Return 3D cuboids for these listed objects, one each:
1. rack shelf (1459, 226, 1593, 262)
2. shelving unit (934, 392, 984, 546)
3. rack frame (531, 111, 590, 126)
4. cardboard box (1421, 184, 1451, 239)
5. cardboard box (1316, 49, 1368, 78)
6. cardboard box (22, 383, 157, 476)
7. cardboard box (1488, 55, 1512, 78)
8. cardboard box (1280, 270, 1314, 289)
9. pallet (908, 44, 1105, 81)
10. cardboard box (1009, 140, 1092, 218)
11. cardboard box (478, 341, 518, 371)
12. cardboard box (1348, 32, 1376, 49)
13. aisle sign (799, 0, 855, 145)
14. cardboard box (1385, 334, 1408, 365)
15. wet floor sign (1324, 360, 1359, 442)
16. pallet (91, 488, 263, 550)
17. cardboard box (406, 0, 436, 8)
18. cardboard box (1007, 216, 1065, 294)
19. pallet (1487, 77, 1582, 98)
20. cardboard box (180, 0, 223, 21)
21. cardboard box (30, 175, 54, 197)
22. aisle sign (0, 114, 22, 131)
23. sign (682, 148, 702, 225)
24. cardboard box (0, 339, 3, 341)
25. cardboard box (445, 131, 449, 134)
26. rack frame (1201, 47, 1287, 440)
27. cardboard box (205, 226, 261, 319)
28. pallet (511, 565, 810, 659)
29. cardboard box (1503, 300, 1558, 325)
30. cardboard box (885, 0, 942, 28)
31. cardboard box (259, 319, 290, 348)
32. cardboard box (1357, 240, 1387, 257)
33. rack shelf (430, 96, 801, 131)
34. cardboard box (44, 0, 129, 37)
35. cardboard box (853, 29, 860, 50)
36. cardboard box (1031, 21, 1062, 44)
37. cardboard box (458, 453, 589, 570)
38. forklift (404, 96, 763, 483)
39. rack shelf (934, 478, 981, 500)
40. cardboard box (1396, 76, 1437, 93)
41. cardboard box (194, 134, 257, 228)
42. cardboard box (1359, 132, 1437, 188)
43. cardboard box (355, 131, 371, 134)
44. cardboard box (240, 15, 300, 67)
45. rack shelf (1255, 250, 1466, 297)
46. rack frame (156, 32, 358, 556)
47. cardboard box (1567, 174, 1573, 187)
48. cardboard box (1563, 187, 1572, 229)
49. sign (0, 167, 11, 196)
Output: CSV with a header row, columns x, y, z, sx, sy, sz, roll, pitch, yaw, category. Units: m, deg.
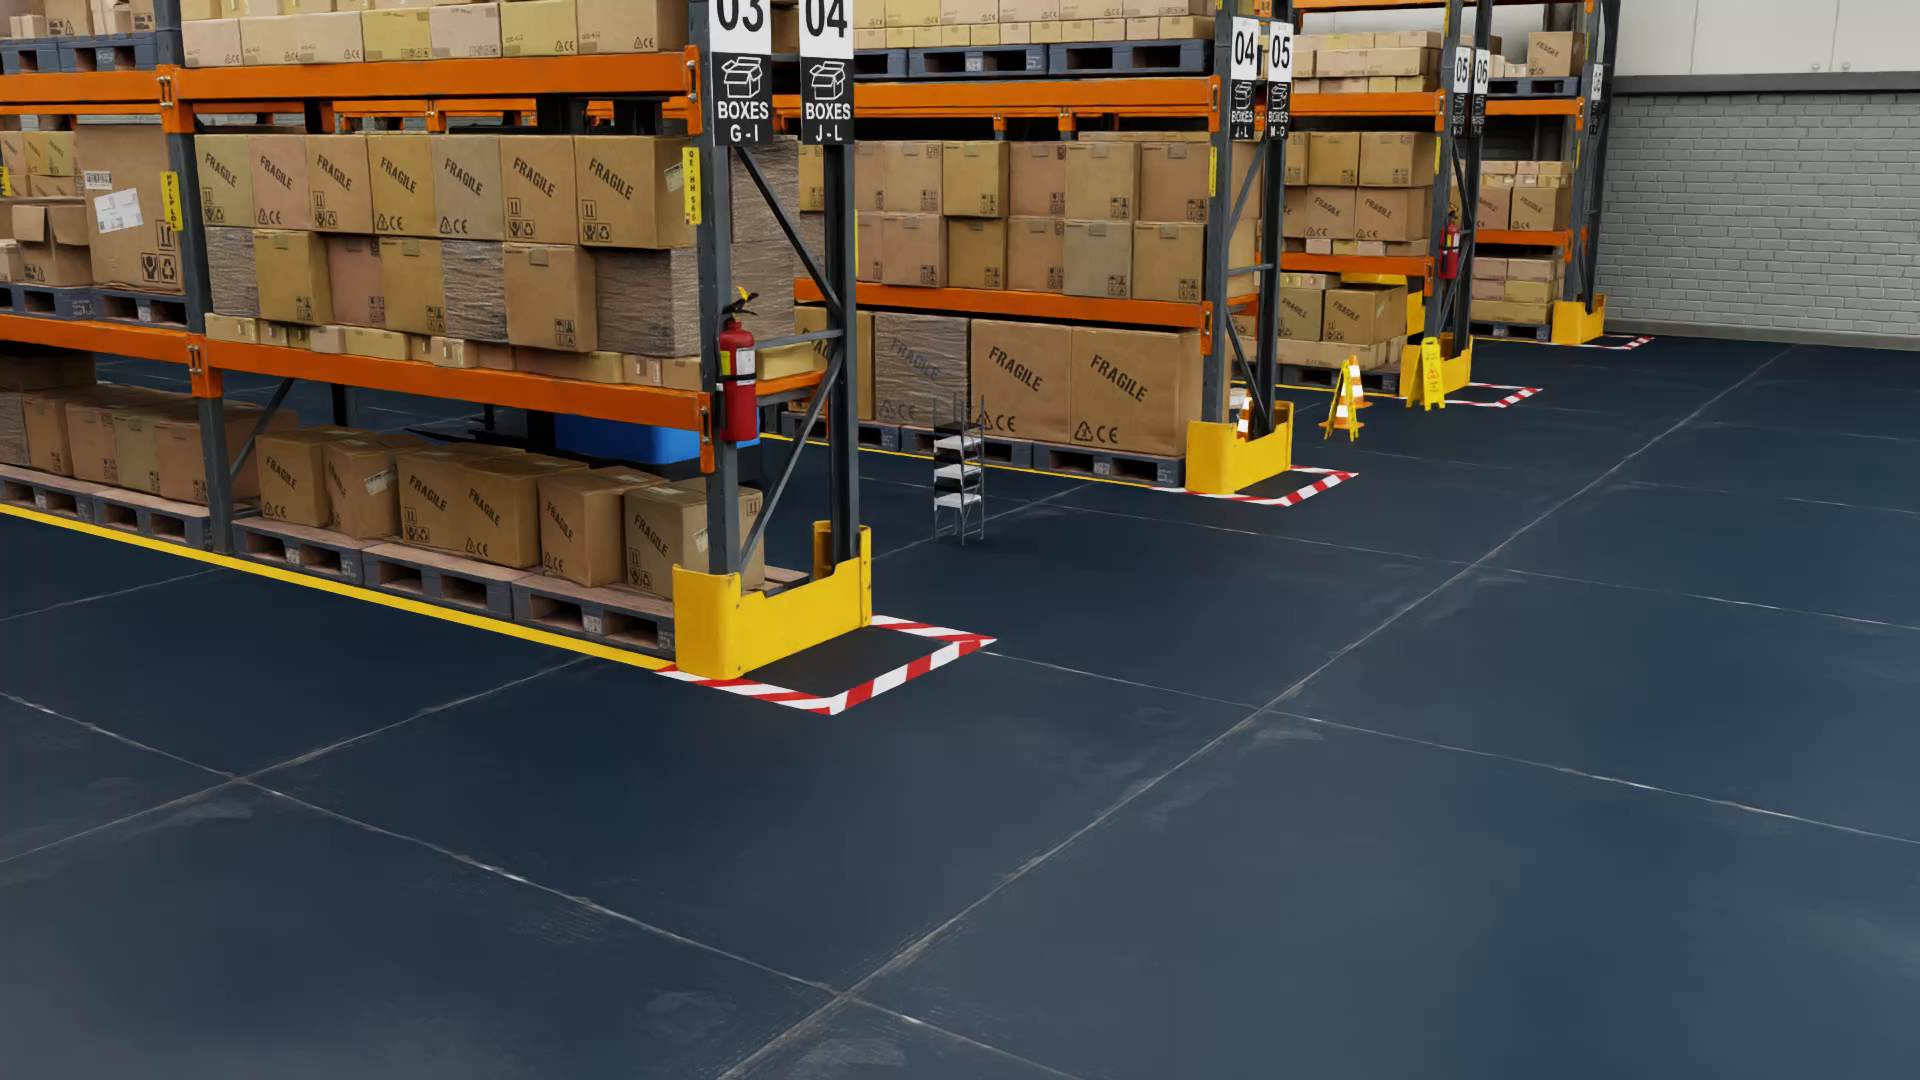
x,y,z,sx,sy,sz,roll,pitch,yaw,category
5.802,-3.814,20.987,4.000,0.370,1.077,9,17,33,rack shelf
-0.007,-0.438,10.219,0.210,0.900,0.258,9,17,33,shelving unit
-5.263,-4.514,22.318,0.127,3.000,1.000,9,17,33,rack frame
4.456,-3.217,16.249,0.500,0.500,0.500,9,16,32,cardboard box
3.710,-4.518,15.783,0.500,0.250,0.500,9,16,32,cardboard box
-5.966,-0.770,11.477,0.500,0.500,0.700,11,18,37,cardboard box
6.394,-5.623,19.752,0.258,0.266,0.396,9,17,33,cardboard box
3.335,-2.579,16.436,0.250,0.149,0.380,10,17,34,cardboard box
0.378,-3.579,12.479,1.213,0.211,1.003,9,17,33,pallet
0.833,-2.717,12.496,0.550,0.550,0.875,9,17,33,cardboard box
-2.234,-0.969,8.517,0.250,0.149,0.380,9,17,33,cardboard box
3.834,-4.686,15.630,0.250,0.149,0.380,9,16,32,cardboard box
-0.618,-2.243,7.730,0.004,0.787,0.394,9,17,33,aisle sign
4.179,-1.938,16.756,0.500,0.250,0.500,9,17,32,cardboard box
3.145,-1.153,13.637,0.232,0.644,0.267,6,15,23,wet floor sign
-4.802,-0.216,10.757,1.213,0.211,1.003,9,17,33,pallet
-2.518,-2.703,8.240,0.250,0.149,0.380,8,16,30,cardboard box
0.819,-2.188,12.606,0.550,0.550,0.875,9,17,33,cardboard box
6.889,-5.409,19.871,1.213,0.211,1.003,9,17,33,pallet
-4.058,-2.937,9.187,0.250,0.149,0.380,9,16,31,cardboard box
-10.584,-4.061,19.660,0.500,0.500,0.500,9,17,33,cardboard box
-11.489,-5.262,19.929,0.004,0.787,0.394,9,17,33,aisle sign
-1.163,-1.537,7.221,0.005,0.325,0.100,9,17,33,sign
-8.036,-1.271,12.764,0.875,0.875,1.225,8,16,30,cardboard box
-6.934,-5.555,22.883,0.250,0.149,0.380,9,17,33,cardboard box
2.016,-1.905,11.775,0.127,3.000,1.000,9,17,33,rack frame
-3.817,-1.586,9.660,0.500,0.500,0.875,9,17,33,cardboard box
-1.554,0.298,8.679,1.213,0.211,1.003,9,17,33,pallet
6.895,-2.765,20.097,0.500,0.250,0.500,9,17,33,cardboard box
-0.215,-3.965,12.466,0.500,0.250,0.500,9,16,32,cardboard box
-3.722,-1.191,9.414,0.250,0.149,0.380,9,17,33,cardboard box
3.993,-2.803,15.925,0.250,0.149,0.380,9,16,32,cardboard box
-2.963,-3.816,14.751,4.000,0.370,1.077,9,17,33,rack shelf
-5.272,-3.385,10.422,0.637,0.503,0.797,10,17,35,cardboard box
-0.769,-3.843,12.803,0.250,0.149,0.380,9,17,33,cardboard box
0.706,-3.605,11.841,0.250,0.149,0.380,9,16,32,cardboard box
-2.369,-0.168,9.087,0.500,0.500,0.500,11,18,38,cardboard box
-2.896,-1.927,12.008,3.031,2.935,1.130,10,17,35,forklift
-0.007,-0.318,10.249,0.200,0.077,0.258,9,17,33,rack shelf
4.242,-4.231,15.455,0.250,0.149,0.380,9,17,33,cardboard box
-3.924,-2.033,9.385,0.500,0.500,0.500,9,17,33,cardboard box
4.149,-3.608,15.750,0.500,0.500,0.700,9,16,31,cardboard box
-8.442,-5.797,23.859,0.250,0.149,0.380,10,17,34,cardboard box
-3.483,-2.668,8.927,0.500,0.250,0.500,9,17,32,cardboard box
3.035,-2.824,16.987,4.000,0.370,1.077,9,17,33,rack shelf
-4.155,-1.466,10.002,0.127,3.000,1.000,9,17,33,rack frame
7.325,-4.356,20.120,0.250,0.149,0.380,9,16,31,cardboard box
7.206,-4.066,20.297,0.500,0.500,0.500,10,17,35,cardboard box
-7.180,-2.635,12.481,0.005,0.325,0.100,9,17,33,sign
